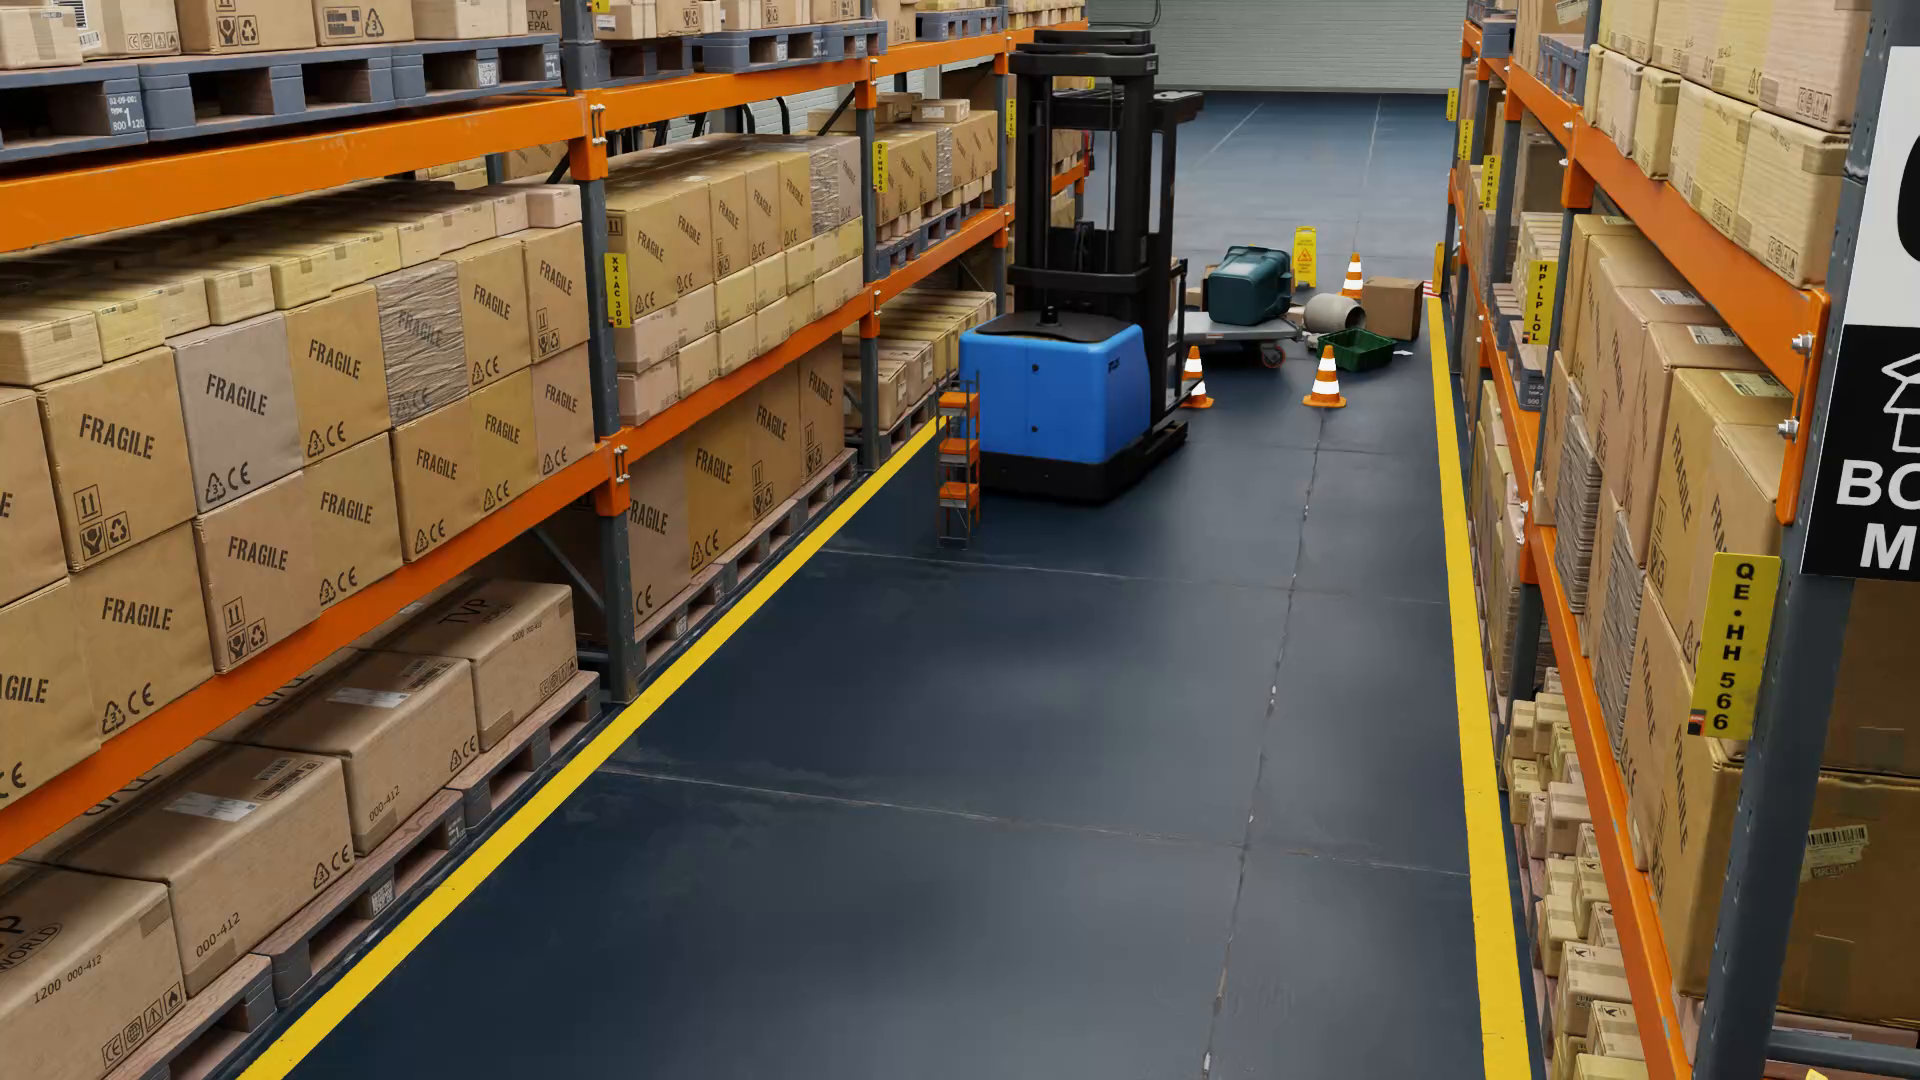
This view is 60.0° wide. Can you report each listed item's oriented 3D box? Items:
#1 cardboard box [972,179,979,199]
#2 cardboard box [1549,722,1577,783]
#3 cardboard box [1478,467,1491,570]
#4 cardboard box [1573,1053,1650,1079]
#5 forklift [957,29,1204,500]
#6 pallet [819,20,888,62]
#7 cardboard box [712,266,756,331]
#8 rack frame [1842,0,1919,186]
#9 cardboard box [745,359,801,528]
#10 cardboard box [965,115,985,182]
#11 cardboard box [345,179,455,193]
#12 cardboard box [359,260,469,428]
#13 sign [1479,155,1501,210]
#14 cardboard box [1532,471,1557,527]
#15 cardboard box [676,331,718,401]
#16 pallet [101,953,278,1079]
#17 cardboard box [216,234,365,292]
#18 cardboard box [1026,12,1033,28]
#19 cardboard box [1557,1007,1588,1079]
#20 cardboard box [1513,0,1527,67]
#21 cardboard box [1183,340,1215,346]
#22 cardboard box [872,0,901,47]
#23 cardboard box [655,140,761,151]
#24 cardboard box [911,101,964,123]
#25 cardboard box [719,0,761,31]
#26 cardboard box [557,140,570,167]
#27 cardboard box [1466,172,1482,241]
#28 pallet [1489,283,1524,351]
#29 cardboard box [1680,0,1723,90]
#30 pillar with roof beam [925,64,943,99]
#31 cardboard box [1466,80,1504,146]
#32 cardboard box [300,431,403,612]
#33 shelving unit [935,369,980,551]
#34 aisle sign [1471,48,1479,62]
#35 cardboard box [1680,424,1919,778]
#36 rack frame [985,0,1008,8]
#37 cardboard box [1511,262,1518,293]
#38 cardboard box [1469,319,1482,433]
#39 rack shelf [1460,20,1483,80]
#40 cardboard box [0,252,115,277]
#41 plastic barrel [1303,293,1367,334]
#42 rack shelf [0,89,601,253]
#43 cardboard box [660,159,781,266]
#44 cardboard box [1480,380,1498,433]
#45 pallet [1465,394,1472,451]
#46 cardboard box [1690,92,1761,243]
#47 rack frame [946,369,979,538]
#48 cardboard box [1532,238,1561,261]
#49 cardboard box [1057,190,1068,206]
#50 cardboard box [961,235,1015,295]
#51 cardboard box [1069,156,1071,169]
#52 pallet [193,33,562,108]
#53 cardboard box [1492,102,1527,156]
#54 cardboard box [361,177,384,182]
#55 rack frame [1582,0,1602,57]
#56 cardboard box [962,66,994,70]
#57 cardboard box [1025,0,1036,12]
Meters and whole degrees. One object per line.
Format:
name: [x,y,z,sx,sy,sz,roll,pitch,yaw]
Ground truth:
cardboard box: [-0.052,-2.926,13.854,0.380,0.149,0.250,4,19,12]
cardboard box: [2.362,0.797,6.053,0.380,0.149,0.250,4,19,13]
cardboard box: [3.103,-0.077,8.989,0.500,0.500,0.500,4,19,12]
cardboard box: [1.750,1.443,4.162,0.380,0.149,0.250,4,19,12]
forklift: [1.033,-2.083,11.752,1.130,2.935,3.031,8,20,22]
pallet: [-1.167,-3.065,10.172,1.213,0.211,1.003,6,20,16]
cardboard box: [-1.408,-1.290,8.782,0.500,0.250,0.500,5,19,14]
rack frame: [1.809,-1.913,1.867,1.000,3.000,0.127,5,19,13]
cardboard box: [-1.533,-0.645,10.073,0.875,0.875,0.875,5,19,14]
cardboard box: [-0.094,-3.263,13.835,0.500,0.500,0.500,5,19,14]
cardboard box: [-2.367,-1.436,7.046,0.380,0.149,0.250,4,19,13]
cardboard box: [-2.133,-0.719,5.951,0.500,0.500,0.500,5,19,14]
sign: [3.224,-2.172,10.116,0.100,0.325,0.005,5,19,13]
cardboard box: [2.400,-0.146,6.363,0.380,0.149,0.250,5,20,15]
cardboard box: [-1.550,-0.896,8.401,0.500,0.250,0.500,4,19,12]
pallet: [-2.896,1.629,5.091,1.003,0.211,1.213,5,19,13]
cardboard box: [-2.224,-0.919,5.532,0.380,0.149,0.250,5,19,13]
cardboard box: [0.477,-4.896,15.628,0.380,0.149,0.250,4,19,12]
cardboard box: [1.900,1.421,4.687,0.380,0.149,0.250,5,19,14]
cardboard box: [3.366,-2.890,9.214,0.500,0.500,0.500,5,19,13]
cardboard box: [2.196,-1.987,15.593,0.258,0.266,0.396,-9,21,-24]
cardboard box: [-0.820,-3.704,11.596,0.700,0.500,0.500,5,19,13]
cardboard box: [-1.531,-2.170,10.198,0.500,0.500,0.500,5,19,14]
cardboard box: [-0.178,-3.421,13.294,0.380,0.149,0.250,4,19,11]
cardboard box: [-1.253,-2.787,8.623,0.396,0.266,0.258,6,20,18]
cardboard box: [-4.303,-4.075,17.321,0.500,0.500,0.500,4,19,13]
cardboard box: [4.229,-2.581,12.948,0.500,0.500,0.500,5,19,14]
pallet: [3.693,-1.259,9.530,1.213,0.211,1.003,5,19,13]
cardboard box: [1.926,-1.144,3.715,0.500,0.250,0.500,5,19,14]
pillar with roof beam: [3.608,-12.833,33.836,9.100,9.000,0.400,5,19,13]
cardboard box: [4.886,-3.712,14.511,0.875,0.550,0.550,5,19,13]
cardboard box: [-2.276,-0.086,5.643,0.500,0.500,0.500,5,20,15]
shelving unit: [-0.013,-0.480,9.969,0.215,1.050,0.252,5,19,13]
aisle sign: [5.444,-5.365,17.233,0.394,0.787,0.004,5,19,13]
cardboard box: [1.679,0.102,3.088,0.500,0.500,0.500,4,19,12]
rack frame: [-0.084,-6.034,13.930,1.000,3.000,0.127,5,19,13]
cardboard box: [3.458,-1.537,9.786,0.380,0.149,0.250,4,19,13]
cardboard box: [4.210,-1.174,11.814,1.050,0.750,0.750,5,19,14]
rack shelf: [5.229,-4.541,15.315,1.077,0.370,4.000,5,19,13]
cardboard box: [-2.864,-0.793,5.165,0.380,0.149,0.250,5,20,15]
plastic barrel: [3.530,-2.093,15.660,0.421,0.421,0.512,-13,23,-34]
rack shelf: [-2.527,-1.139,5.355,1.077,0.370,4.000,5,19,13]
cardboard box: [-1.310,-1.804,9.127,0.500,0.500,0.500,4,19,12]
cardboard box: [3.360,-0.755,9.816,0.500,0.250,0.500,4,19,11]
pallet: [4.329,-0.884,12.450,1.003,0.211,1.213,5,19,13]
cardboard box: [1.781,-0.747,3.324,0.500,0.250,0.500,5,19,13]
rack frame: [0.017,-0.518,10.081,0.200,1.050,0.008,5,19,13]
cardboard box: [3.206,-1.485,8.712,0.380,0.149,0.250,6,20,16]
cardboard box: [0.926,-3.616,17.573,0.380,0.149,0.250,5,20,15]
cardboard box: [0.322,-2.611,15.634,0.500,0.500,0.500,6,20,16]
cardboard box: [0.972,-4.028,17.730,0.380,0.149,0.250,4,19,12]
pallet: [-2.249,-1.809,6.340,1.003,0.211,1.213,5,19,13]
cardboard box: [4.625,-3.200,13.213,0.700,0.500,0.500,4,19,12]
cardboard box: [-5.161,-3.099,14.077,0.500,0.250,0.500,5,19,14]
rack frame: [2.786,-3.167,5.537,1.000,3.000,0.127,5,19,13]
cardboard box: [0.380,-4.135,15.491,0.700,0.500,0.500,5,19,14]
cardboard box: [0.406,-4.963,15.207,0.500,0.250,0.500,4,19,13]
